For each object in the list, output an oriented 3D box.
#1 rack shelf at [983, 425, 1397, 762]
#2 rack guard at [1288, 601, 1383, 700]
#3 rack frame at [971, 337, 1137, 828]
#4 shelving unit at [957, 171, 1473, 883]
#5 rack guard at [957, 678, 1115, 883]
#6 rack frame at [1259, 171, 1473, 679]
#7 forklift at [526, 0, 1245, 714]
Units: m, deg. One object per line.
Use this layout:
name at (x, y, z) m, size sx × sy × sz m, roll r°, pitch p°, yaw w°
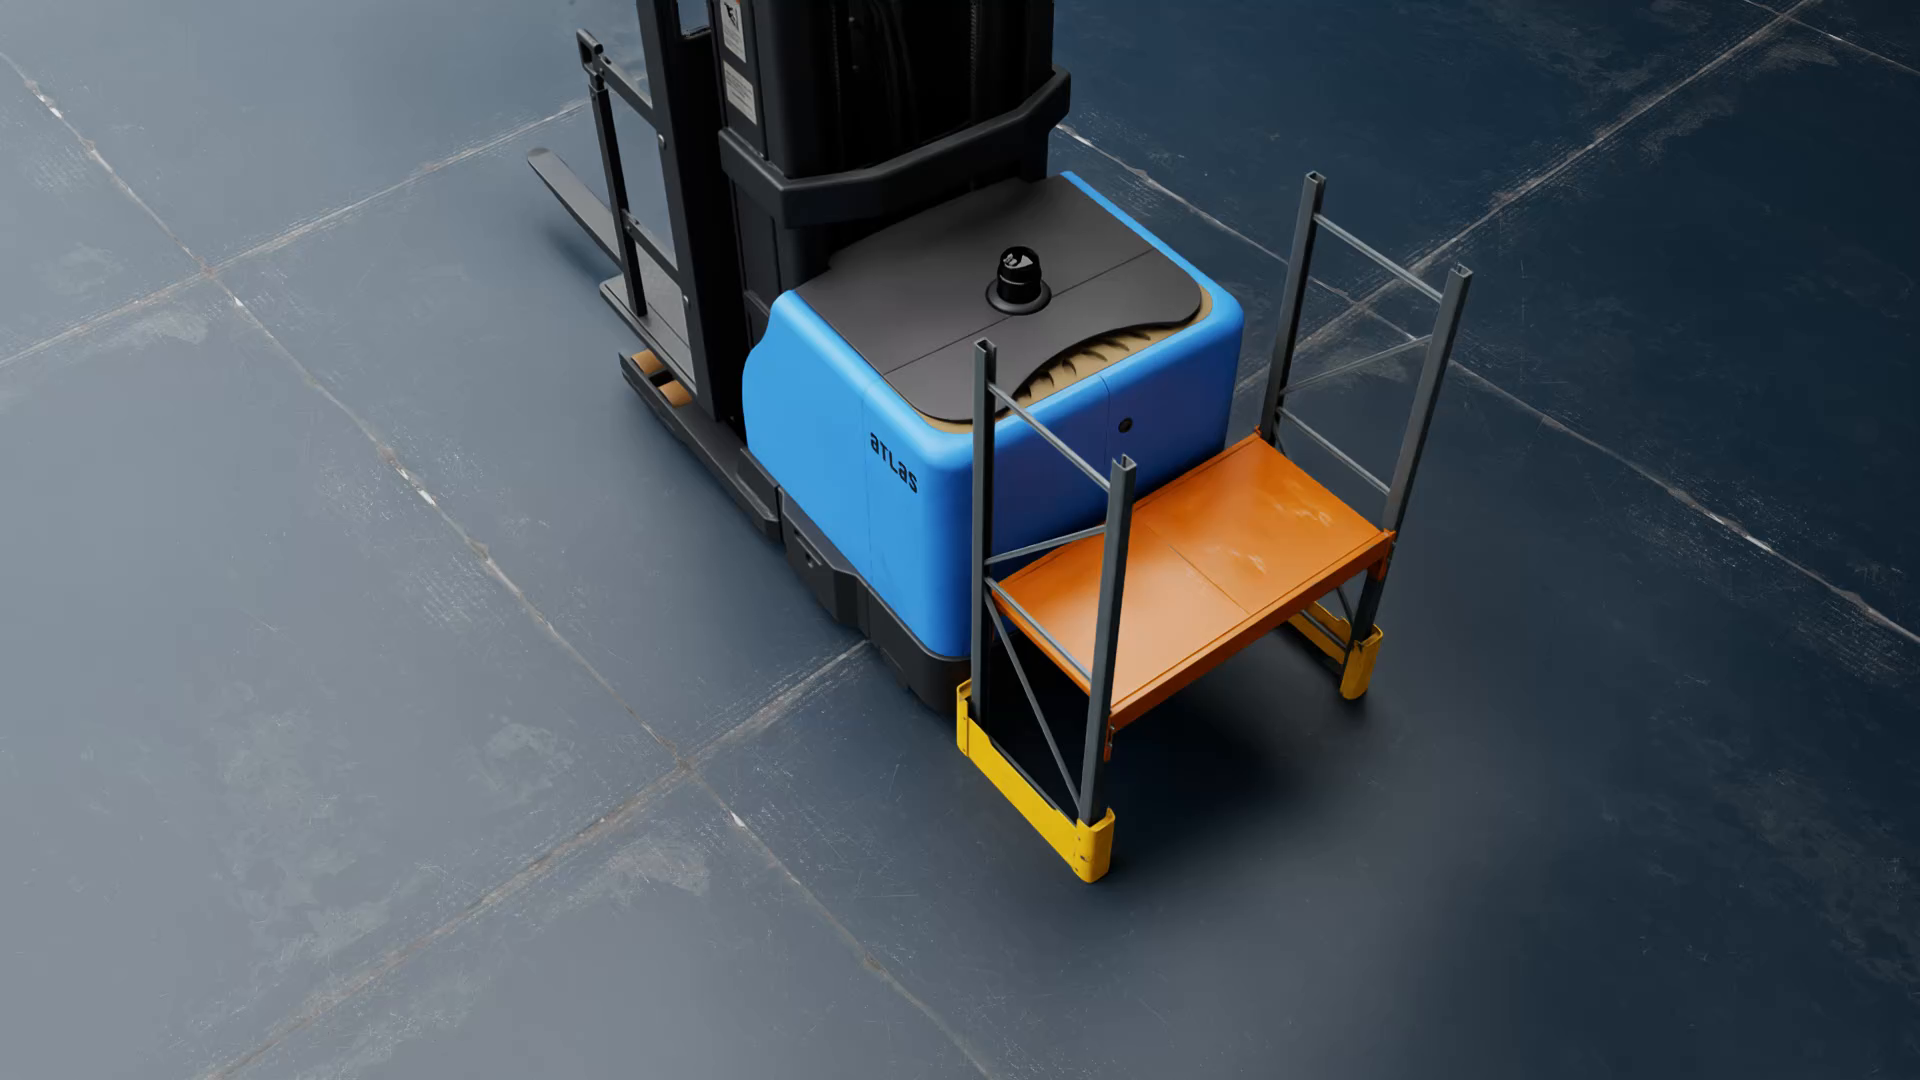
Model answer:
rack shelf at (0.596, 0.113, 4.370) m, size 1.000 × 0.185 × 0.538 m, roll -29°, pitch 54°, yaw -24°
rack guard at (0.984, 0.196, 4.899) m, size 0.087 × 0.250 × 0.587 m, roll -29°, pitch 54°, yaw -24°
rack frame at (0.193, 0.219, 4.027) m, size 0.032 × 1.500 × 0.500 m, roll -29°, pitch 54°, yaw -24°
shelving unit at (0.589, -0.005, 4.234) m, size 1.083 × 1.500 × 0.587 m, roll -29°, pitch 54°, yaw -24°
rack guard at (0.194, 0.642, 4.487) m, size 0.087 × 0.250 × 0.587 m, roll -29°, pitch 54°, yaw -24°
rack frame at (1.000, -0.236, 4.447) m, size 0.032 × 1.500 × 0.500 m, roll -29°, pitch 54°, yaw -24°
forklift at (-0.495, -1.552, 4.687) m, size 1.130 × 2.935 × 3.031 m, roll -28°, pitch 53°, yaw -23°
